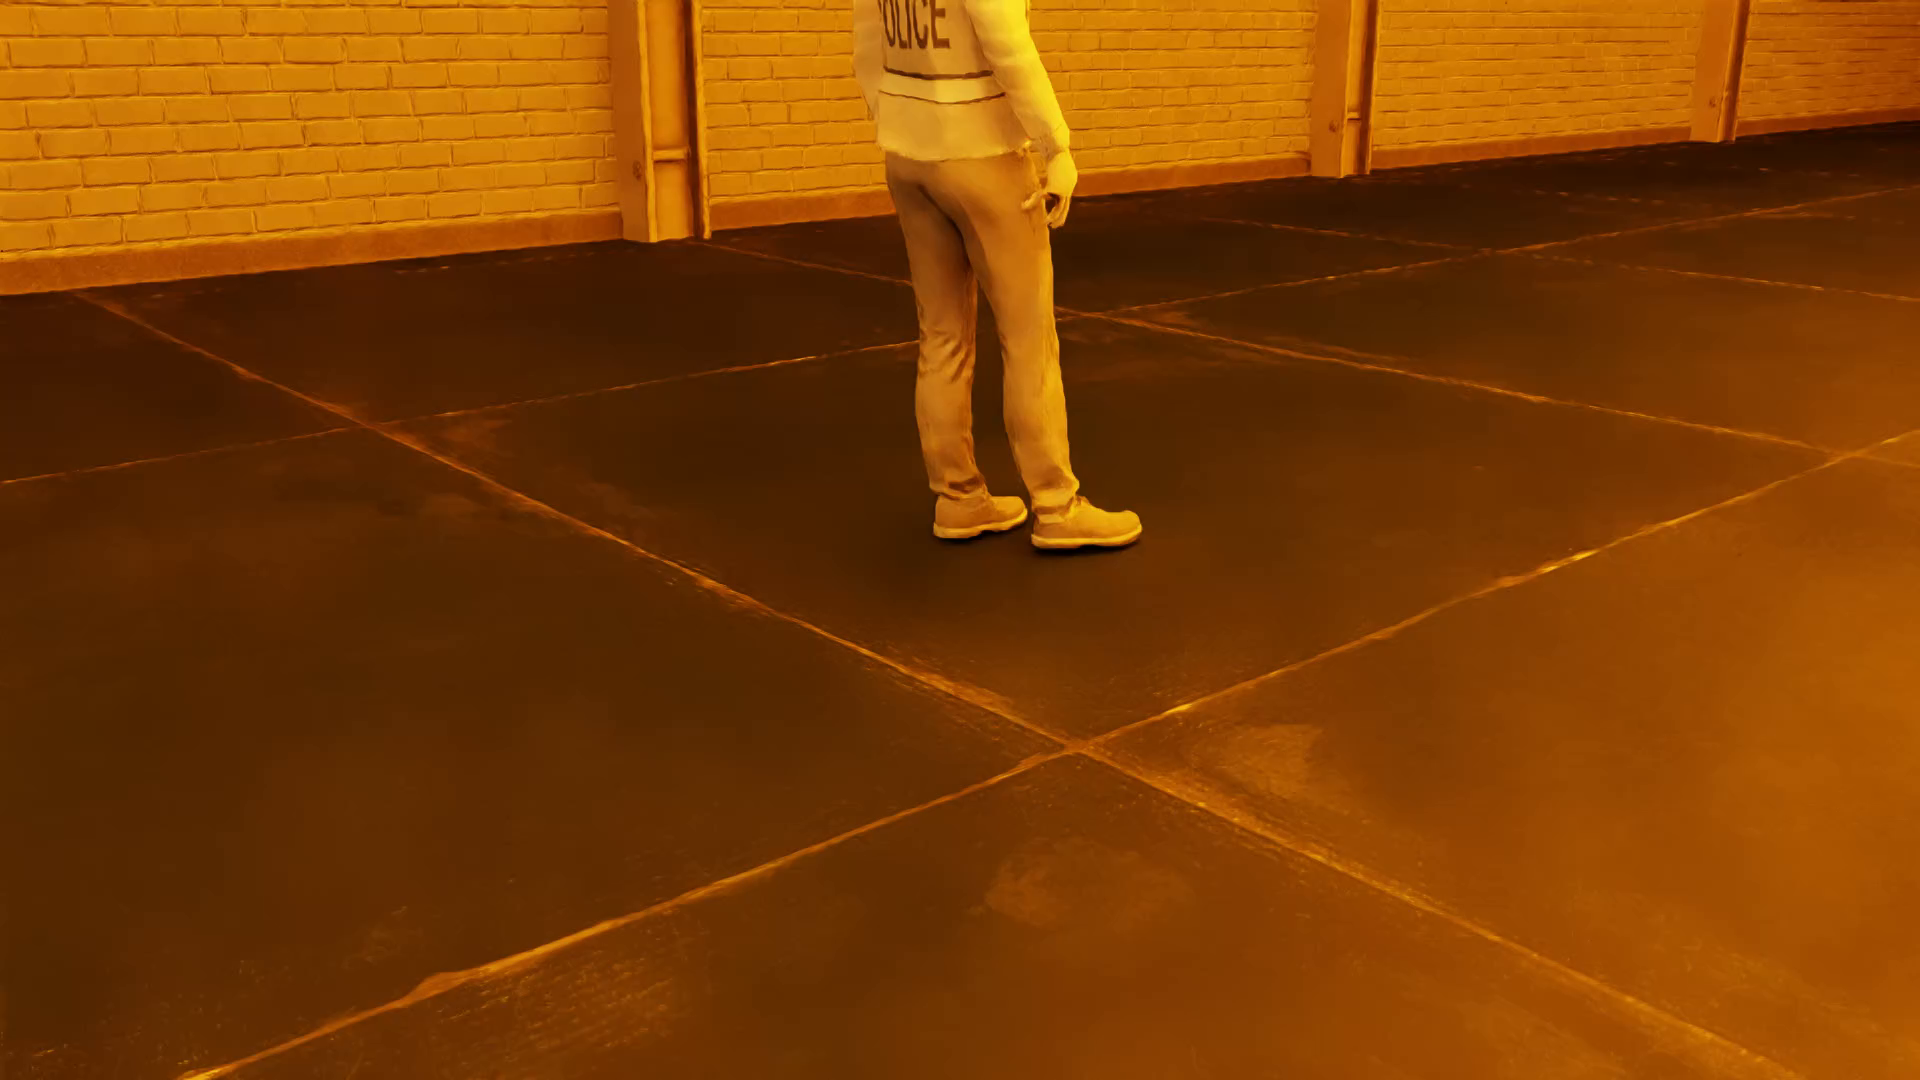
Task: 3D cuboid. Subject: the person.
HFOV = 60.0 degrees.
[{"bbox_3d":[0.056,-0.827,3.630,0.533,1.695,0.586,-14,22,-38],"label":"person"}]
